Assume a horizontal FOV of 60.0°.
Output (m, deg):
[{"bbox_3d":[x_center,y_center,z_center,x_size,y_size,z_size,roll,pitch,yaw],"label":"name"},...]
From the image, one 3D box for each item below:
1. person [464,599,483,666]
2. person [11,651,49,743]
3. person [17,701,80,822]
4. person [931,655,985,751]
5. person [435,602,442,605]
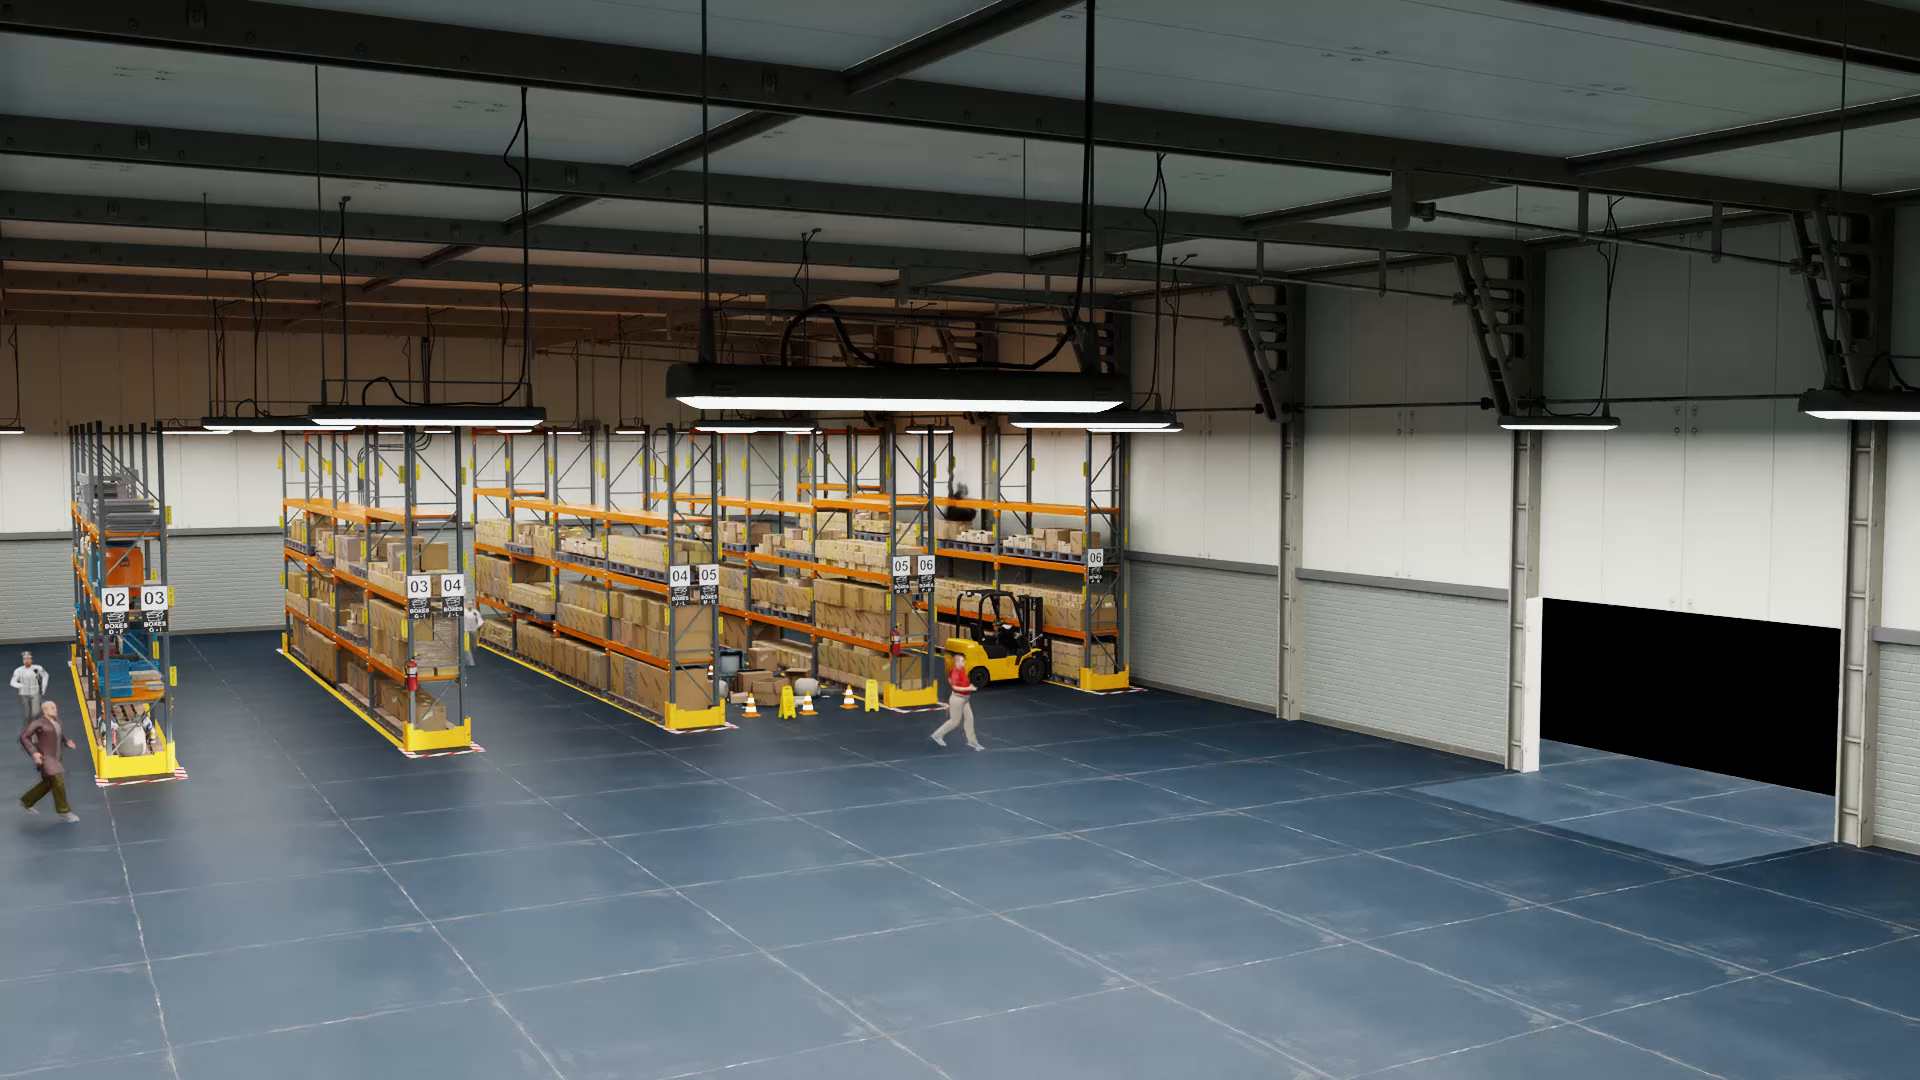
[{"bbox_3d":[-12.297,2.297,41.723,0.642,1.669,0.857,-2,4,-28],"label":"person"},{"bbox_3d":[-17.517,2.954,31.317,0.612,1.740,0.714,-2,4,-24],"label":"person"},{"bbox_3d":[-13.623,3.299,24.817,0.994,1.798,0.707,0,4,0],"label":"person"},{"bbox_3d":[-0.035,2.977,30.383,0.969,1.753,0.660,1,4,12],"label":"person"},{"bbox_3d":[-14.580,2.048,45.762,0.709,1.709,0.553,0,4,-1],"label":"person"}]
